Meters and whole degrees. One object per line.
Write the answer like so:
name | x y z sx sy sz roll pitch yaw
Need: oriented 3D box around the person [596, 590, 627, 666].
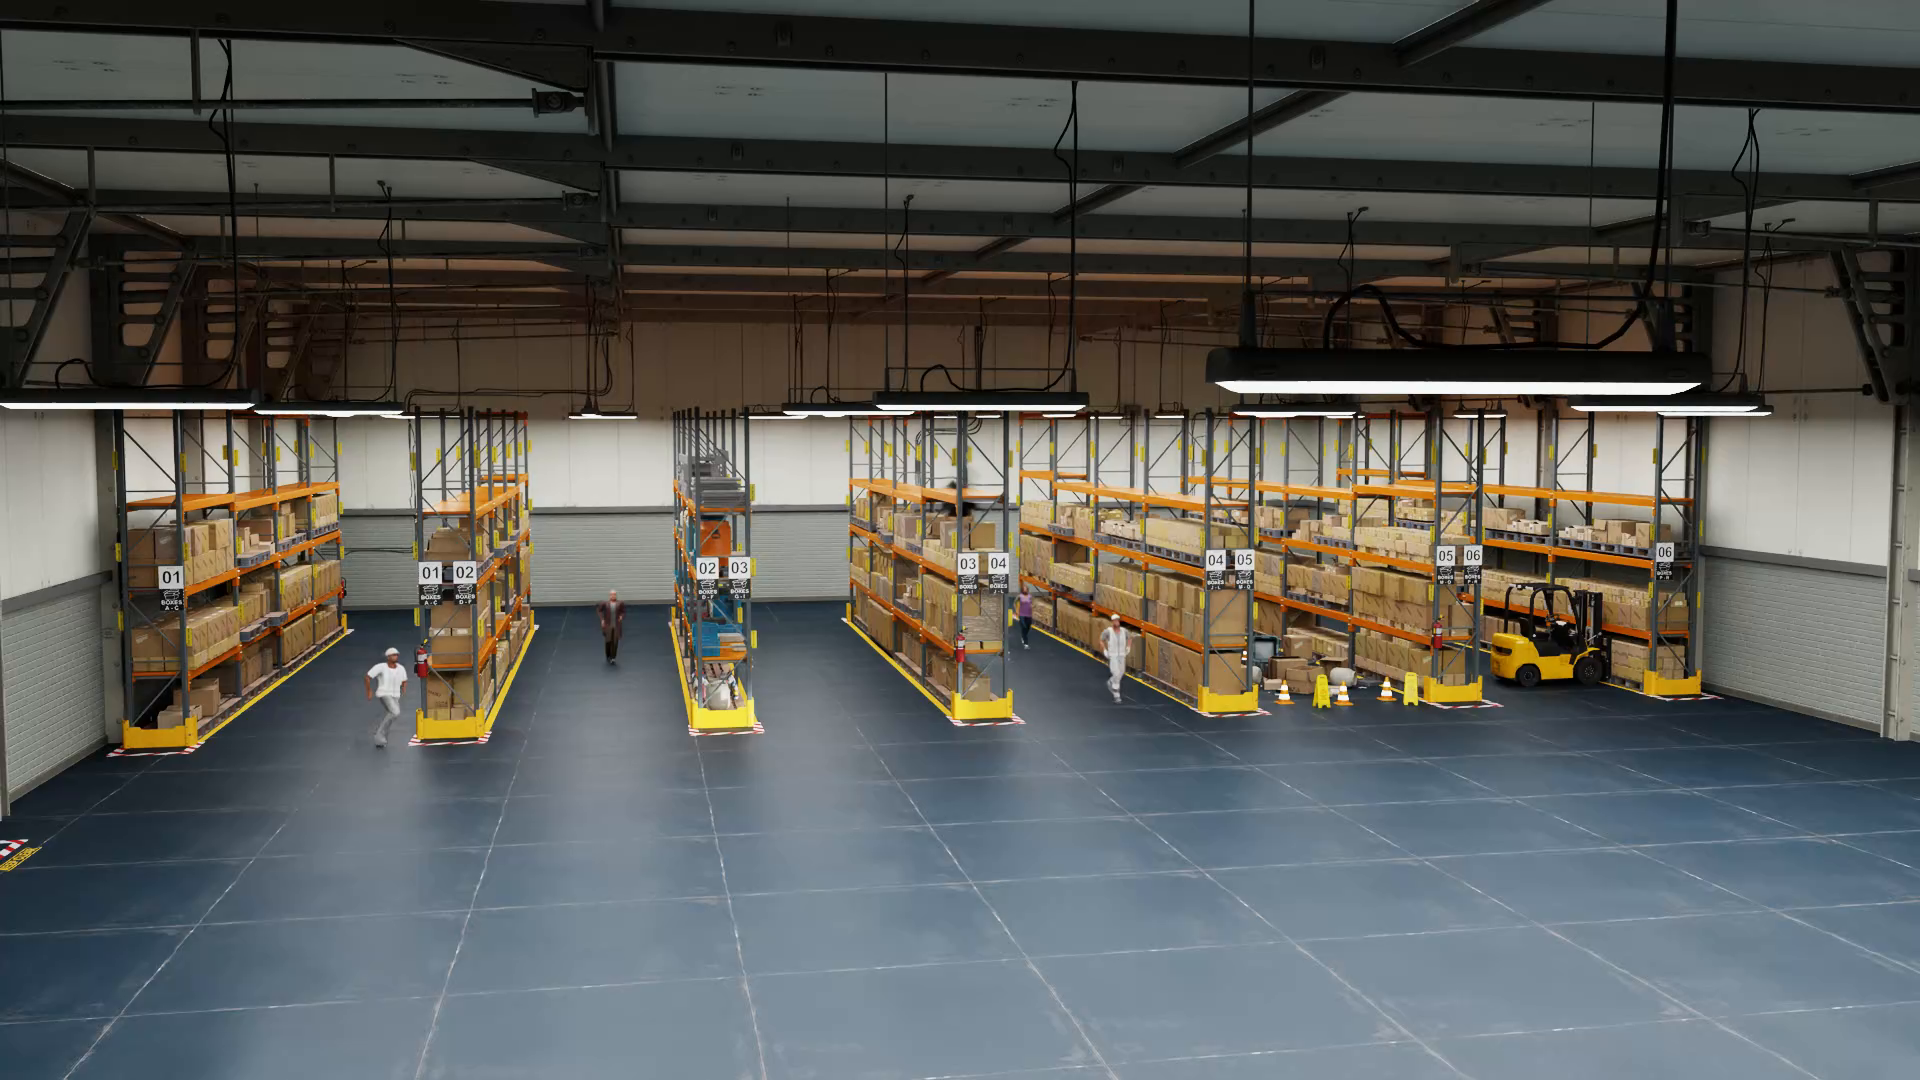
person | -8.176 2.066 39.123 0.680 1.777 0.745 -1 4 -18

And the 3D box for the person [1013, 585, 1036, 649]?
person | 1.636 1.927 41.954 0.537 1.578 0.894 -1 4 -14

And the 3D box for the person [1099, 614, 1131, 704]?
person | 3.190 2.409 34.111 0.679 1.803 0.798 -1 4 -15

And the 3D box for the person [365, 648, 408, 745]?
person | -10.058 2.767 29.397 0.643 1.697 0.727 3 5 35
